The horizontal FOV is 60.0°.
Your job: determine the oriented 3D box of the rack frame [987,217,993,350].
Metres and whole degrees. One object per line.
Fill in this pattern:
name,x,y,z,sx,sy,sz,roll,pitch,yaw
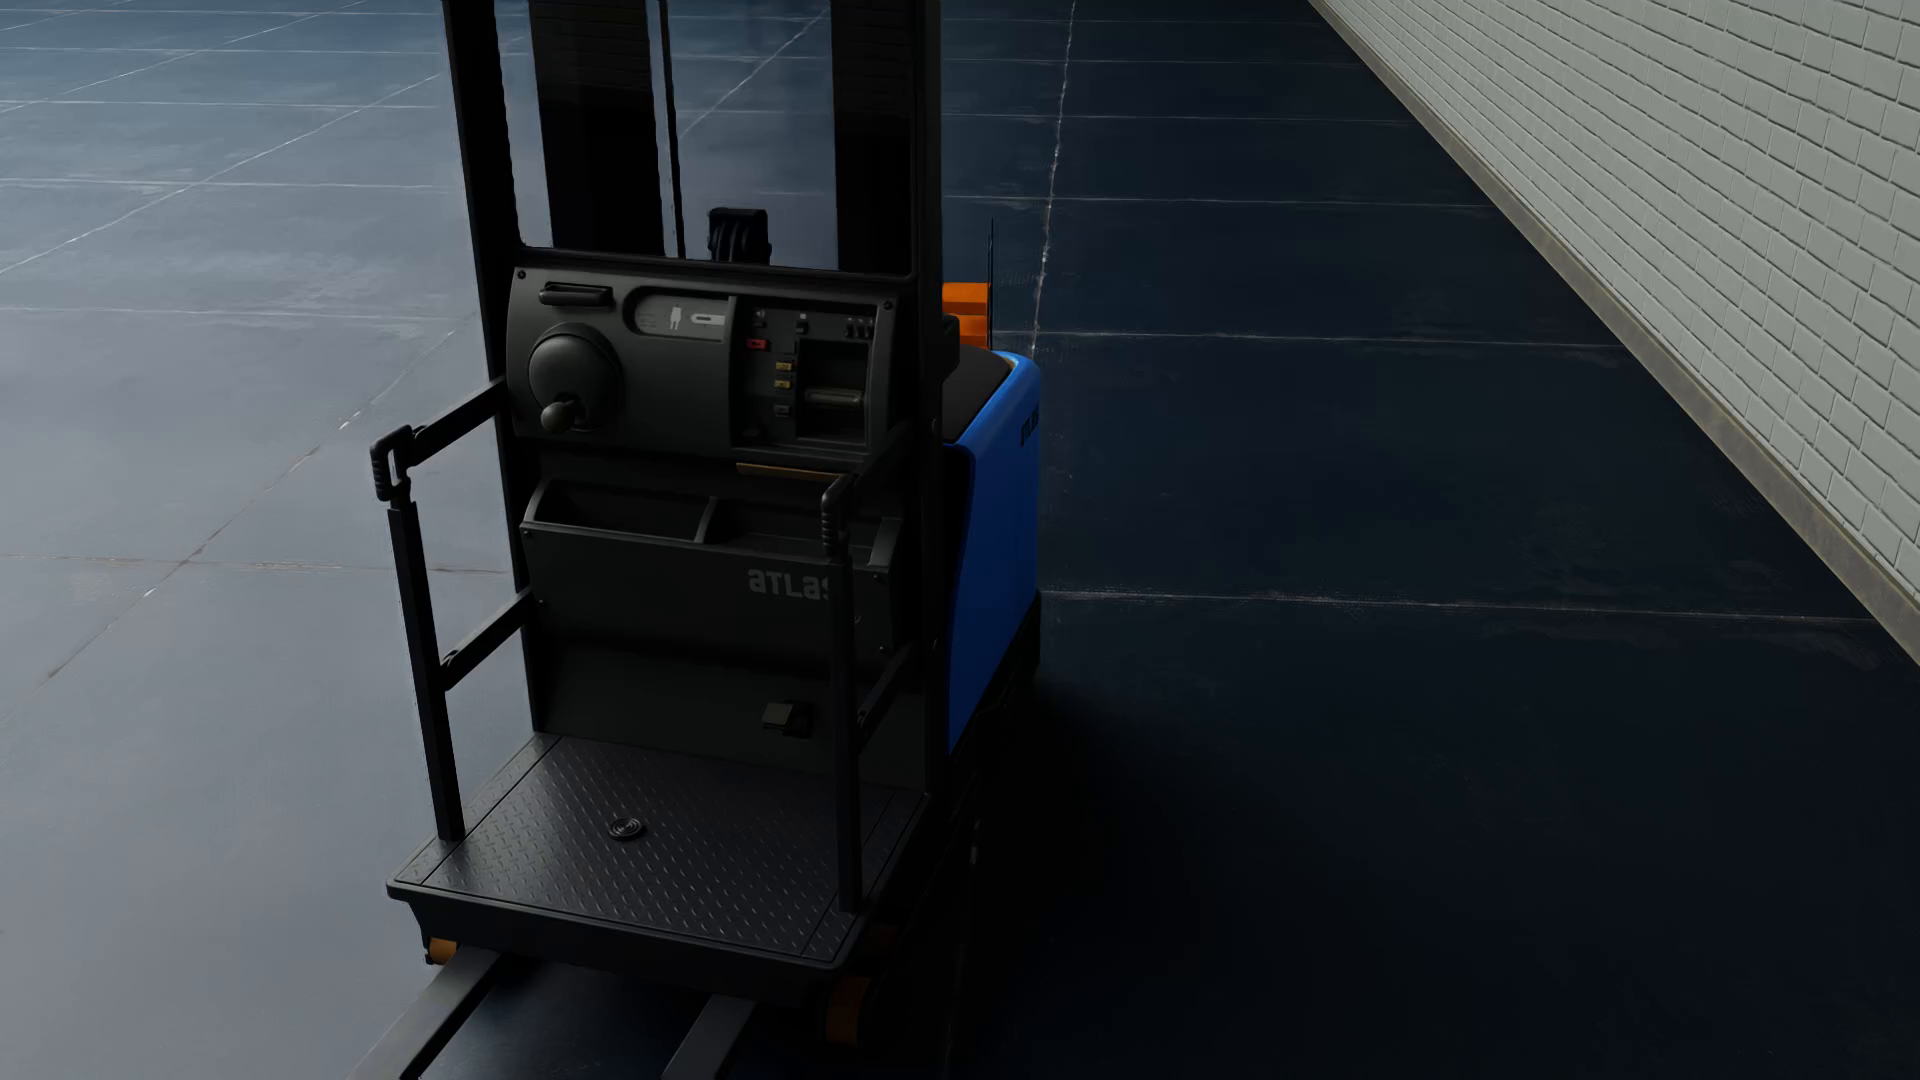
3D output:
rack frame,0.106,-0.542,5.992,0.006,1.200,0.240,2,25,4

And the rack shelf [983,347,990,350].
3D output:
rack shelf,0.014,-0.613,5.967,0.180,0.103,0.258,2,25,4

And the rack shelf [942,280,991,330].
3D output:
rack shelf,0.014,-0.831,5.866,0.180,0.103,0.258,2,25,4

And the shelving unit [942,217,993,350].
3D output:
shelving unit,0.014,-0.545,5.998,0.189,1.200,0.258,2,25,4

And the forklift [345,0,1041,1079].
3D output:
forklift,-0.643,-0.366,3.539,1.130,2.935,3.031,7,26,14

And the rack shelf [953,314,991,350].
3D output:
rack shelf,0.014,-0.722,5.916,0.180,0.103,0.258,2,25,4
